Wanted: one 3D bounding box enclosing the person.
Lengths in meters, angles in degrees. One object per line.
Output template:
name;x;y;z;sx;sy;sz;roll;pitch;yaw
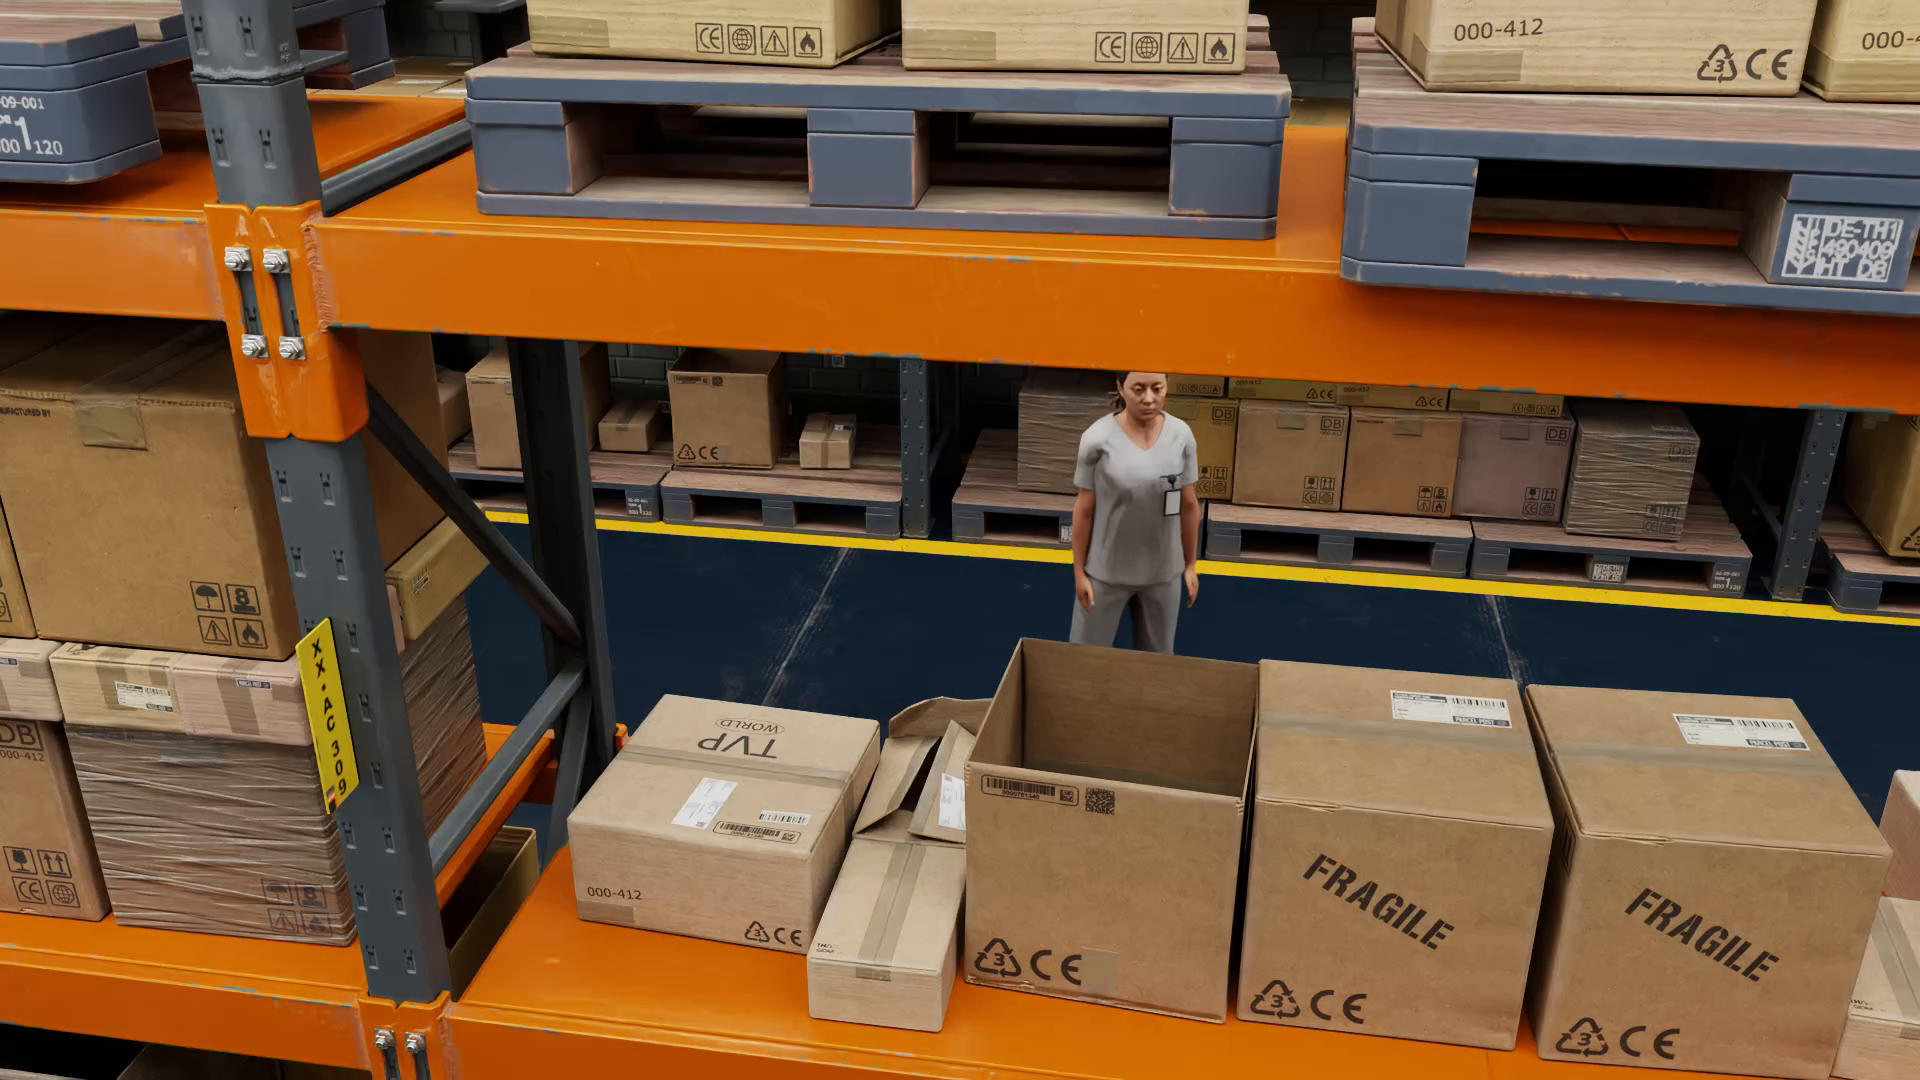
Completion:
person;0.587;0.142;5.825;0.522;1.712;0.407;-3;25;-7
